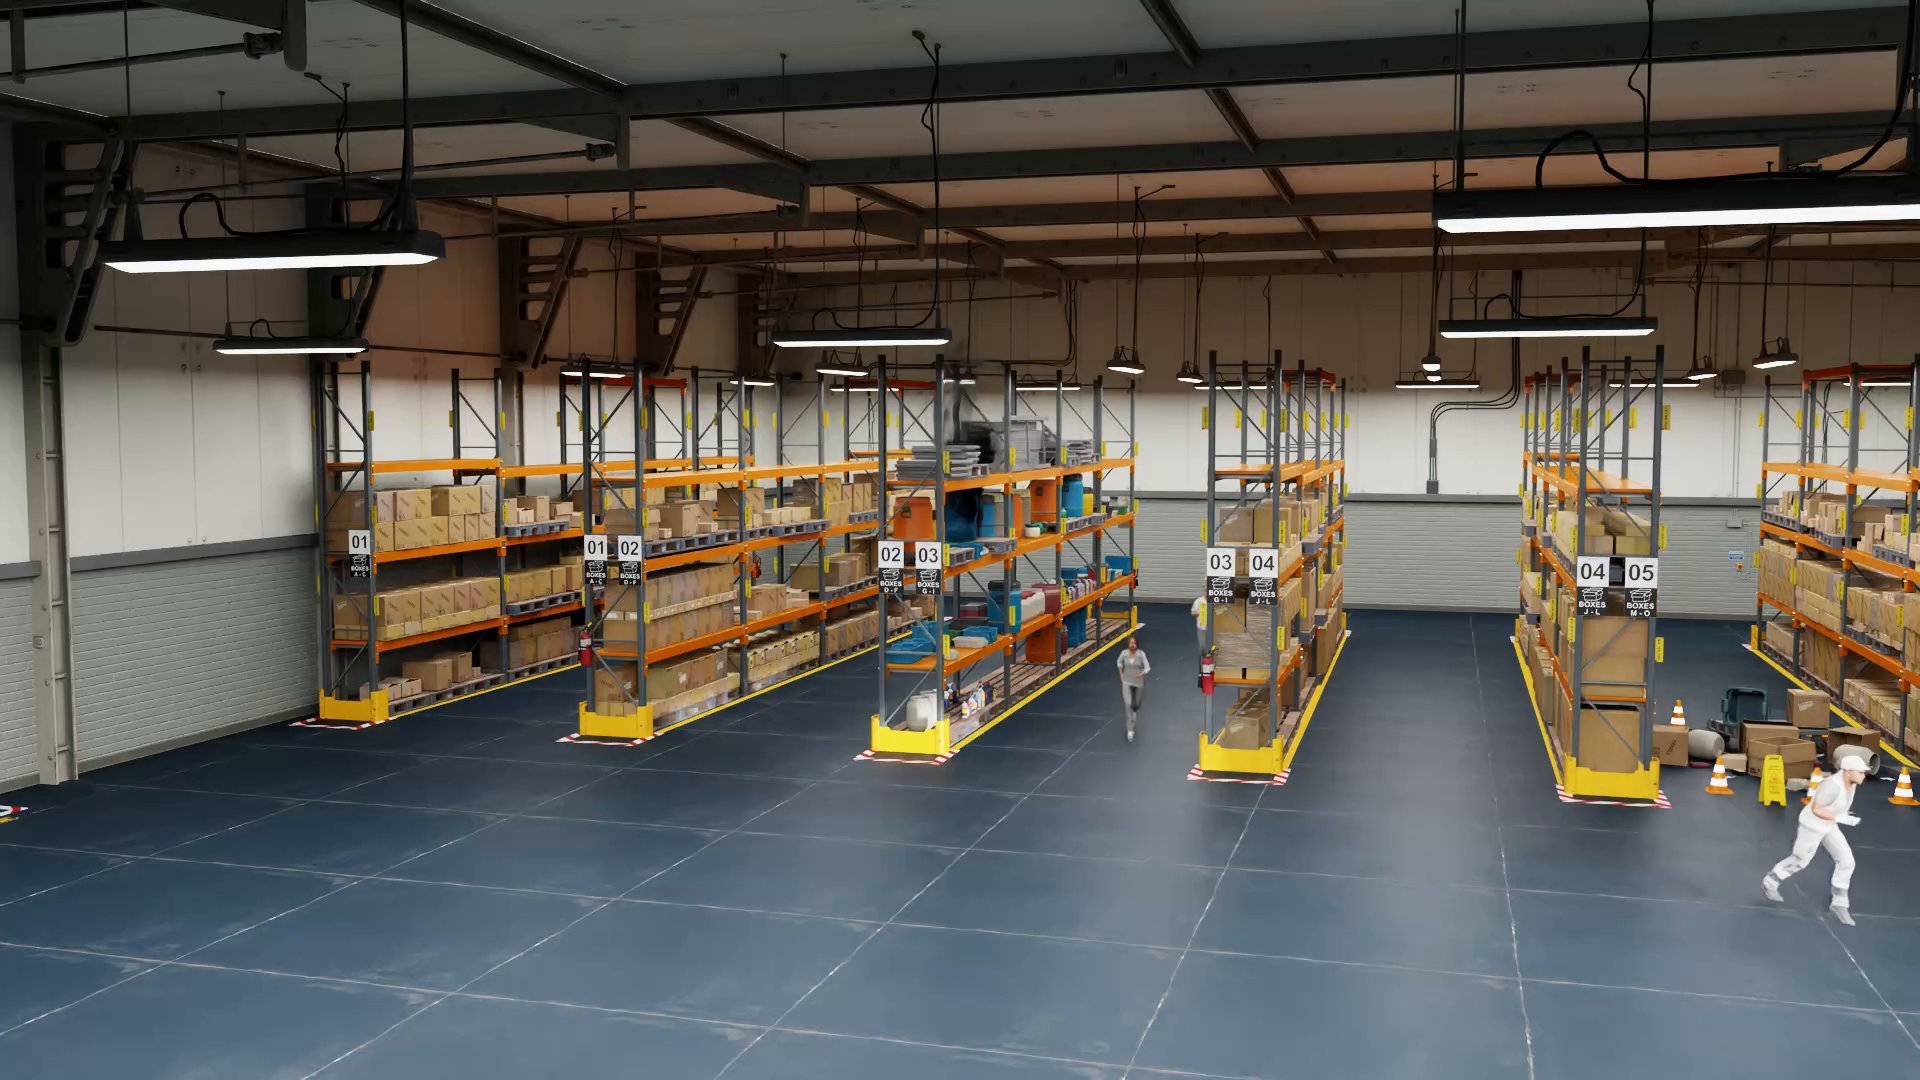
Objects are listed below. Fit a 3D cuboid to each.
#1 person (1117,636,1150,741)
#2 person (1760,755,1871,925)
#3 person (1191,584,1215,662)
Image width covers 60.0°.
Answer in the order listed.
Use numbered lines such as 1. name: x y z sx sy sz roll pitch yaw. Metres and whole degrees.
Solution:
1. person: 2.769 2.331 26.500 0.506 1.579 1.035 0 4 1
2. person: 8.679 2.980 16.847 0.706 1.732 1.019 -3 5 -37
3. person: 4.885 1.756 32.828 0.647 1.822 0.816 1 4 15
